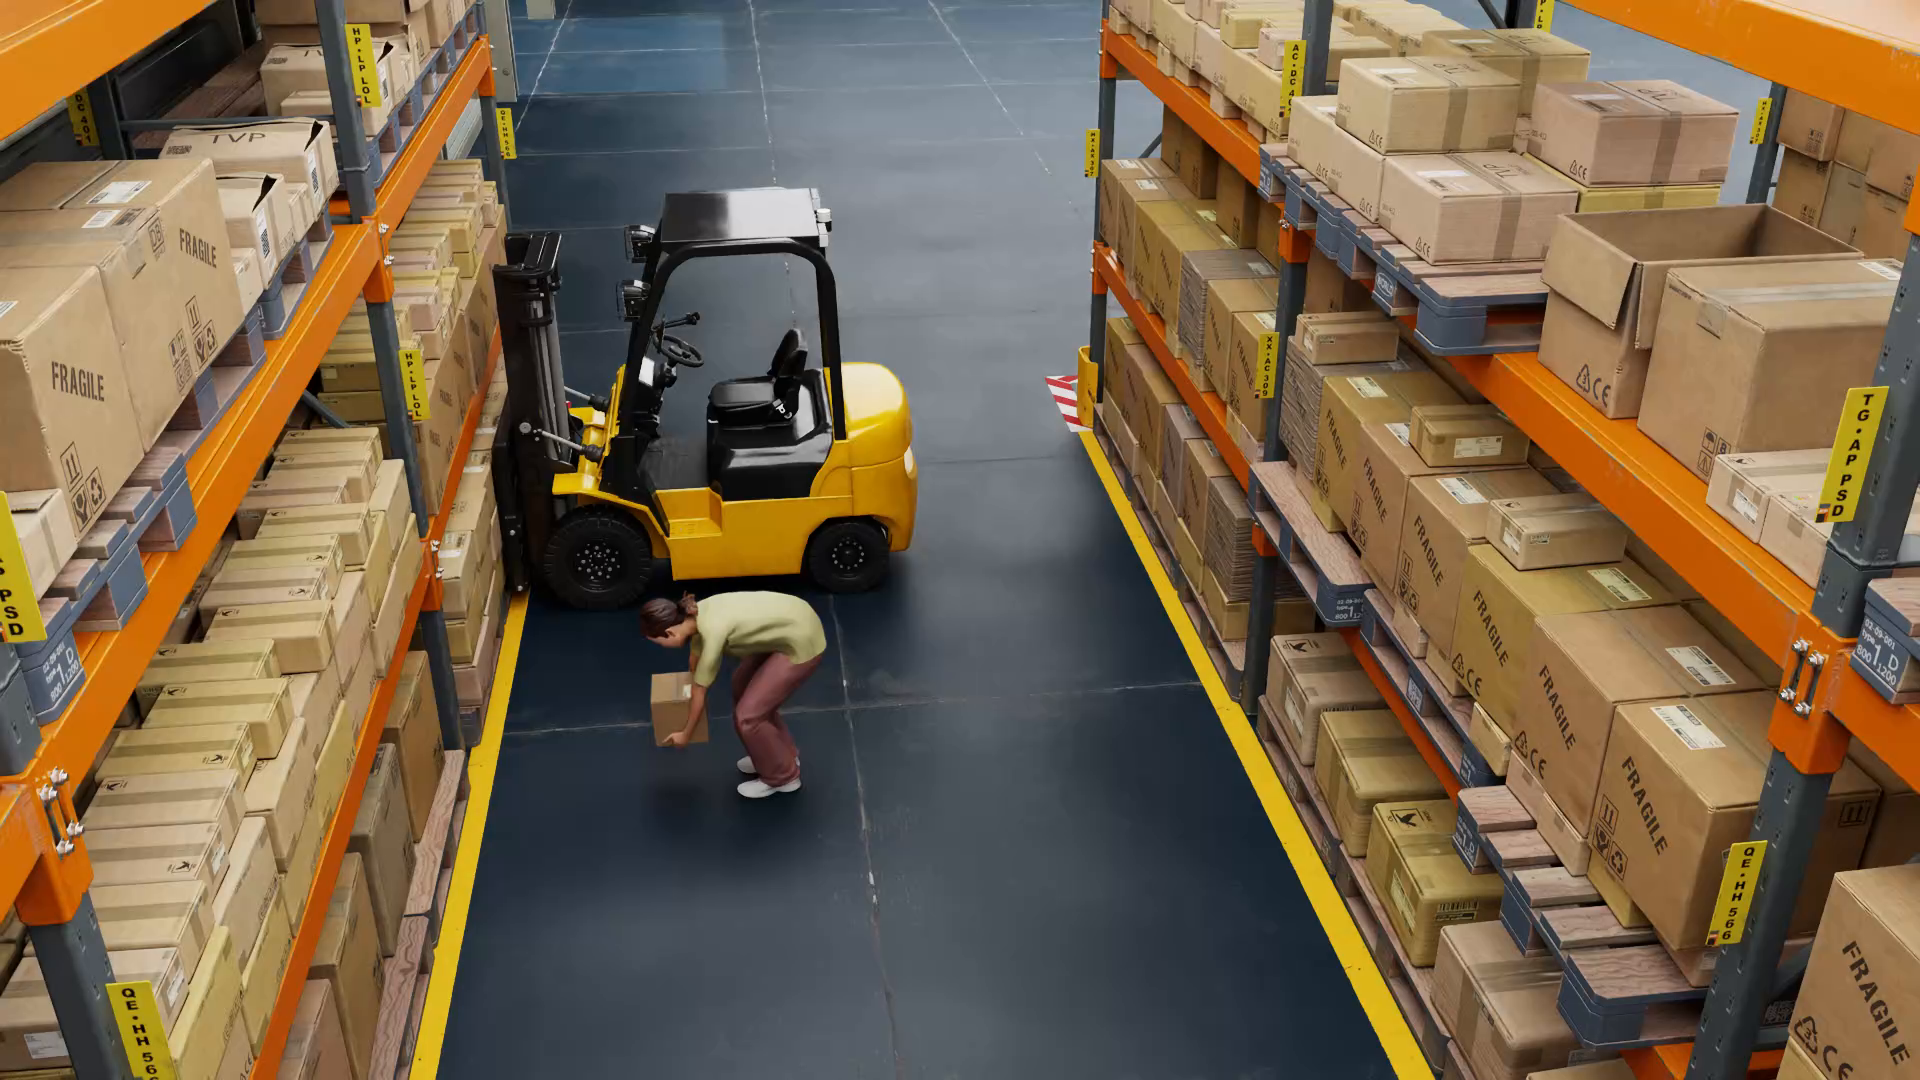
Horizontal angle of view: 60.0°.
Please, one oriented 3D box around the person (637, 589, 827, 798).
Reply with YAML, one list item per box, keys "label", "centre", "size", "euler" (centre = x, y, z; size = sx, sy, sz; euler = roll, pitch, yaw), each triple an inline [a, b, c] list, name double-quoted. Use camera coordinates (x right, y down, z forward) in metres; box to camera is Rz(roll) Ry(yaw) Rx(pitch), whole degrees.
- label: "person"
  centre: [-1.060, 0.706, 7.895]
  size: [0.863, 1.083, 0.439]
  euler: [-5, 28, -9]
